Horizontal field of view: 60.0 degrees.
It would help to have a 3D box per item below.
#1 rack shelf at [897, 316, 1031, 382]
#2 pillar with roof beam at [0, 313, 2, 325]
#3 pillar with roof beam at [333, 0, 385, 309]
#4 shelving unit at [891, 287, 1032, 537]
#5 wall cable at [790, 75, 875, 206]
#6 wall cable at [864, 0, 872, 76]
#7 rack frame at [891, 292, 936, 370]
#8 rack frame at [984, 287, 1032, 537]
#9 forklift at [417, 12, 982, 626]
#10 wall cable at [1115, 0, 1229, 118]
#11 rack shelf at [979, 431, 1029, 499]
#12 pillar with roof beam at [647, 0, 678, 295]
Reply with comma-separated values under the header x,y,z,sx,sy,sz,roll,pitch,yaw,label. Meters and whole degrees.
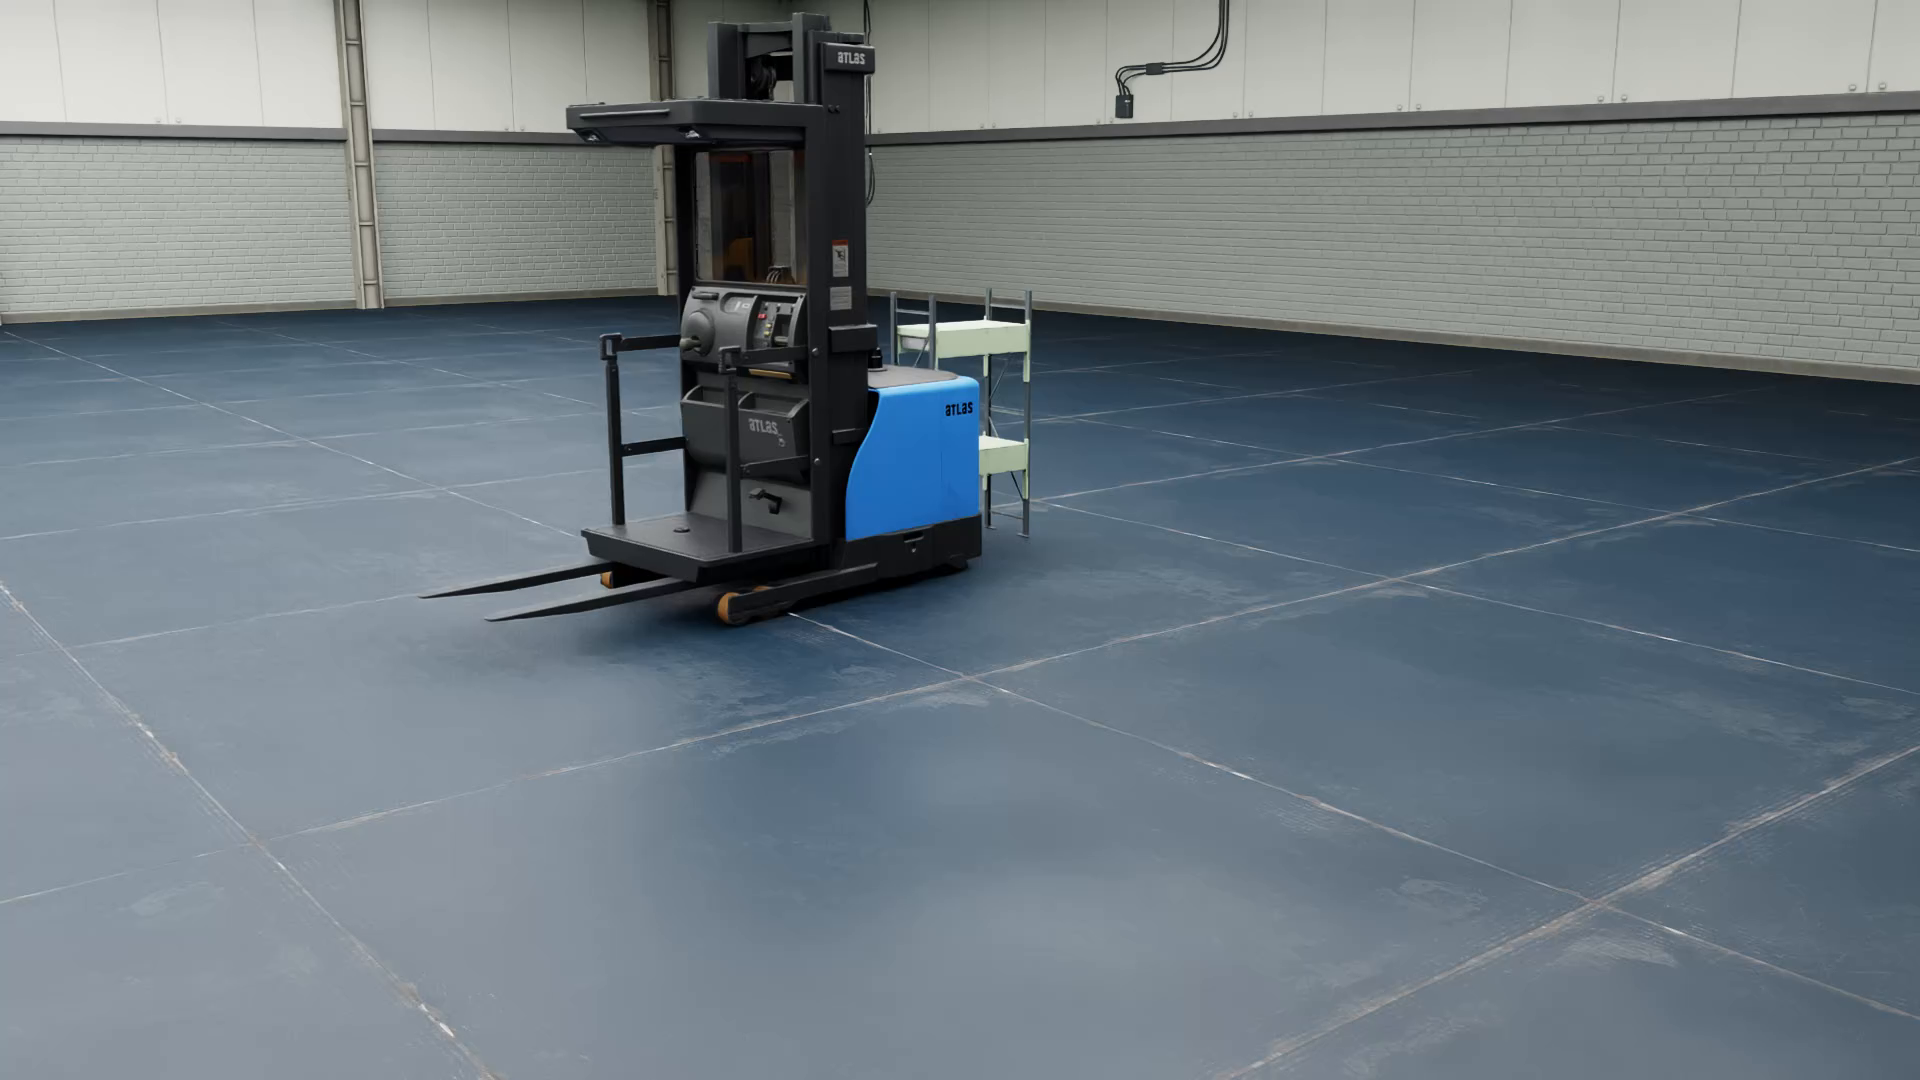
x,y,z,sx,sy,sz,roll,pitch,yaw,label
0.010,-1.118,9.900,0.720,0.370,0.431,-10,16,-38,rack shelf
-12.467,-7.045,21.641,0.400,9.000,9.100,-9,15,-38,pillar with roof beam
-7.781,-7.823,25.307,0.400,9.000,9.100,-9,15,-38,pillar with roof beam
0.009,-0.737,9.983,0.755,1.500,0.431,-10,16,-38,shelving unit
-2.659,-7.949,33.375,0.112,2.526,3.097,-9,15,-38,wall cable
-0.969,-9.981,30.784,0.112,2.526,3.097,-9,15,-38,wall cable
-0.274,-0.688,9.755,0.023,1.500,0.400,-10,16,-38,rack frame
0.291,-0.785,10.210,0.023,1.500,0.400,-10,16,-38,rack frame
-1.265,-1.133,8.408,1.130,2.935,3.031,11,17,43,forklift
3.259,-9.590,25.438,0.169,6.003,2.305,-9,15,-38,wall cable
0.008,-0.418,10.051,0.720,0.370,0.431,-10,16,-38,rack shelf
-3.096,-8.602,28.974,0.400,9.000,9.100,-9,15,-38,pillar with roof beam
